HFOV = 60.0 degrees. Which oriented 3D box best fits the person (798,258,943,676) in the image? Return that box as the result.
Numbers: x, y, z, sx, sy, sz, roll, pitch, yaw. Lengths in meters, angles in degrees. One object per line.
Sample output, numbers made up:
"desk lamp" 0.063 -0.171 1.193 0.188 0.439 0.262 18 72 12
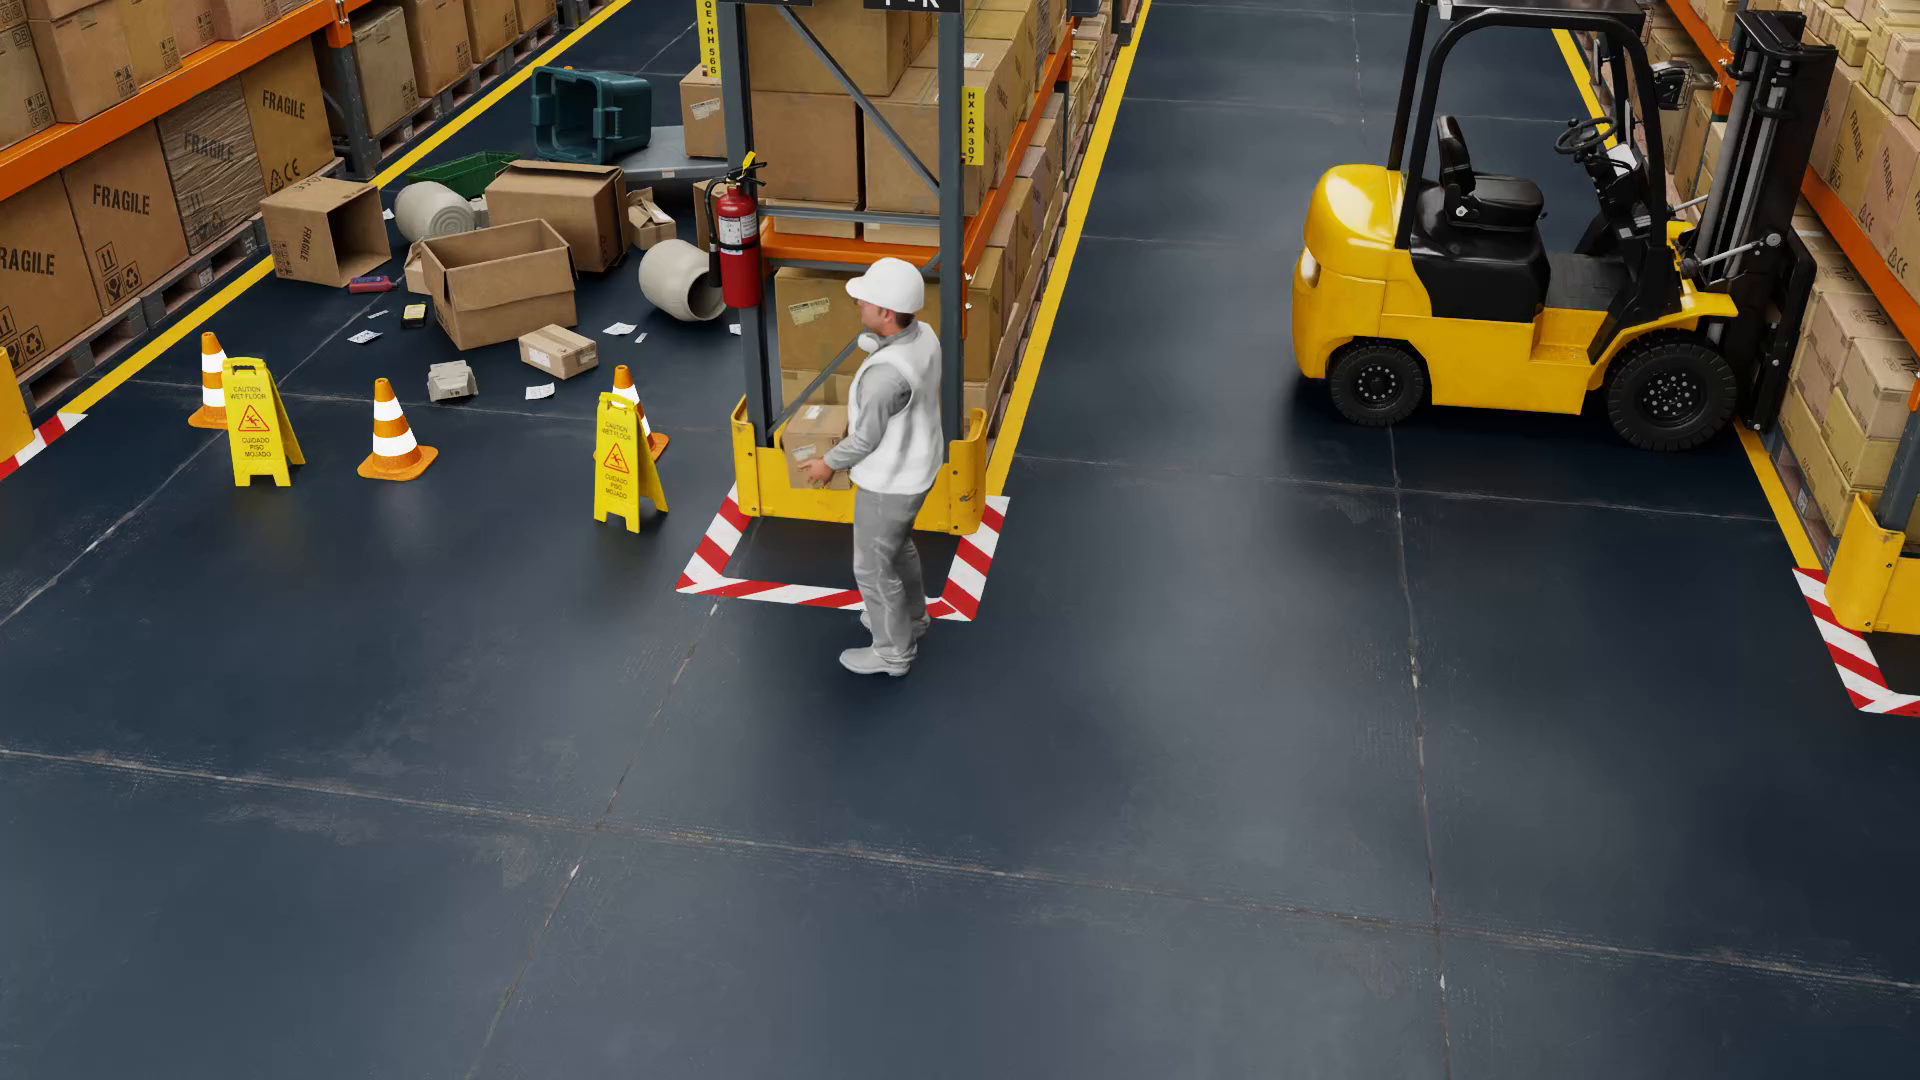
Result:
"person" -0.341 -0.285 6.560 0.529 1.778 0.528 8 33 12
